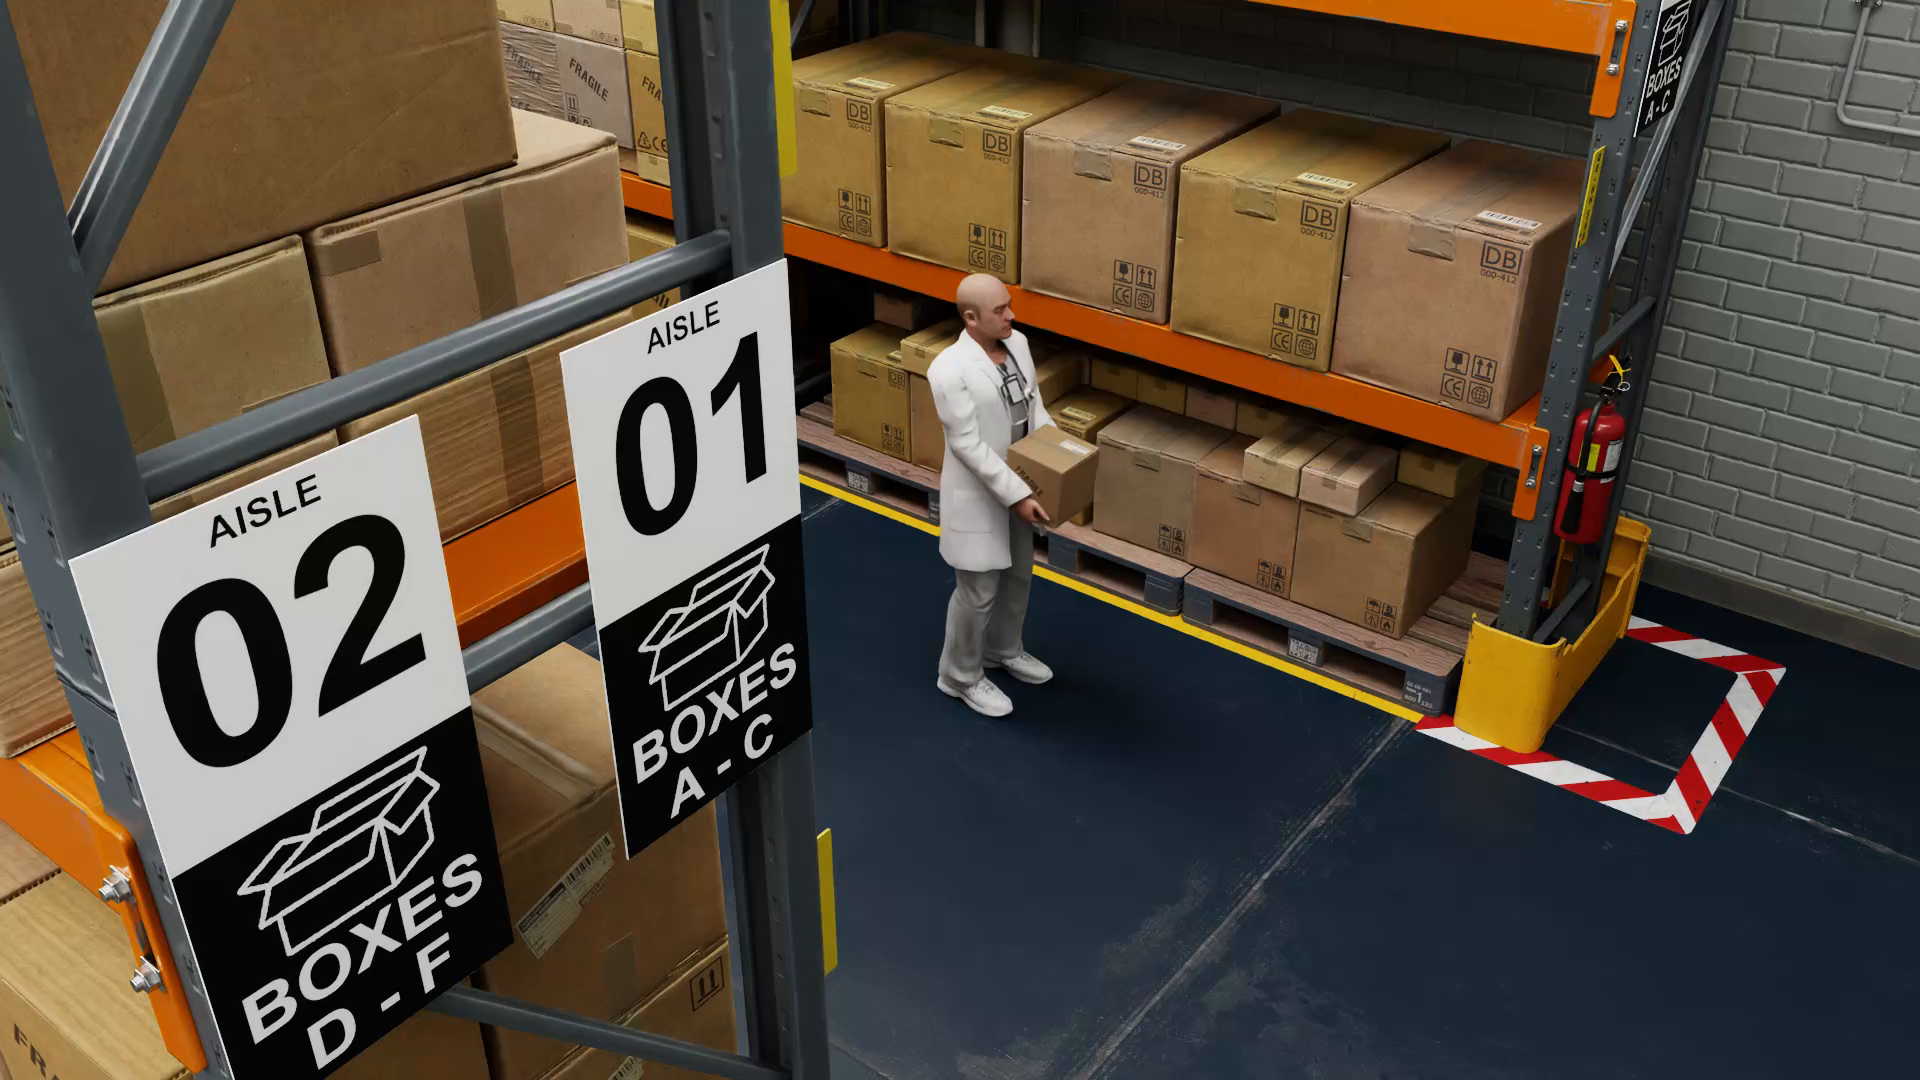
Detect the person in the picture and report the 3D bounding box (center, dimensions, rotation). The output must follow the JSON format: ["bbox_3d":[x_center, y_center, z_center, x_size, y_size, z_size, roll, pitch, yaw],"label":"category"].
[{"bbox_3d":[0.199,-0.145,6.398,0.545,1.776,0.527,21,37,32],"label":"person"}]
